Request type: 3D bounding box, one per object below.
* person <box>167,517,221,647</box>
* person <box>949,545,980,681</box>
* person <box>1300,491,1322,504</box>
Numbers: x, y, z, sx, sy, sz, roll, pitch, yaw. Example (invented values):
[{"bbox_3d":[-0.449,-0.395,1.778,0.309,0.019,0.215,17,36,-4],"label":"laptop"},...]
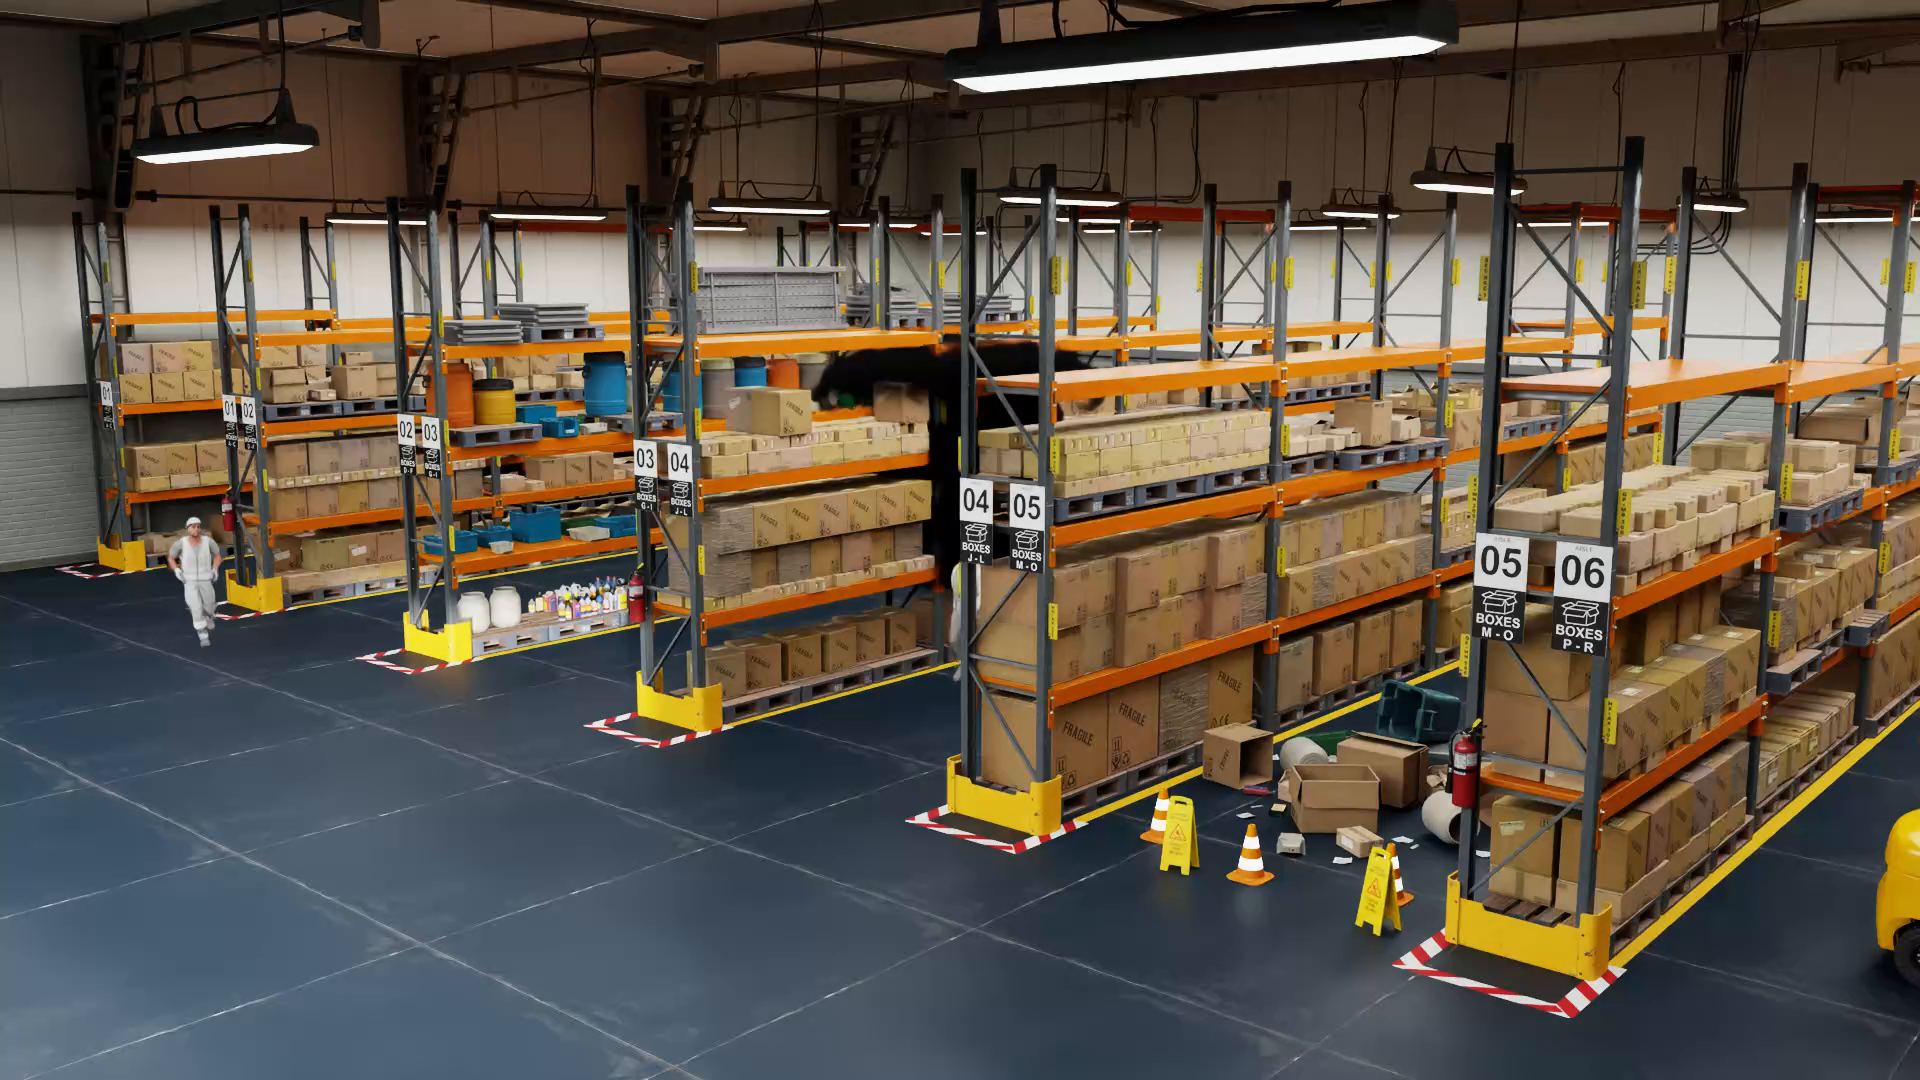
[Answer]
[{"bbox_3d":[-10.438,0.551,22.719,0.663,1.764,0.716,-5,11,-29],"label":"person"},{"bbox_3d":[0.088,0.860,19.437,0.572,1.653,0.777,5,11,26],"label":"person"},{"bbox_3d":[5.489,0.039,25.676,0.674,1.847,0.933,8,12,40],"label":"person"}]
